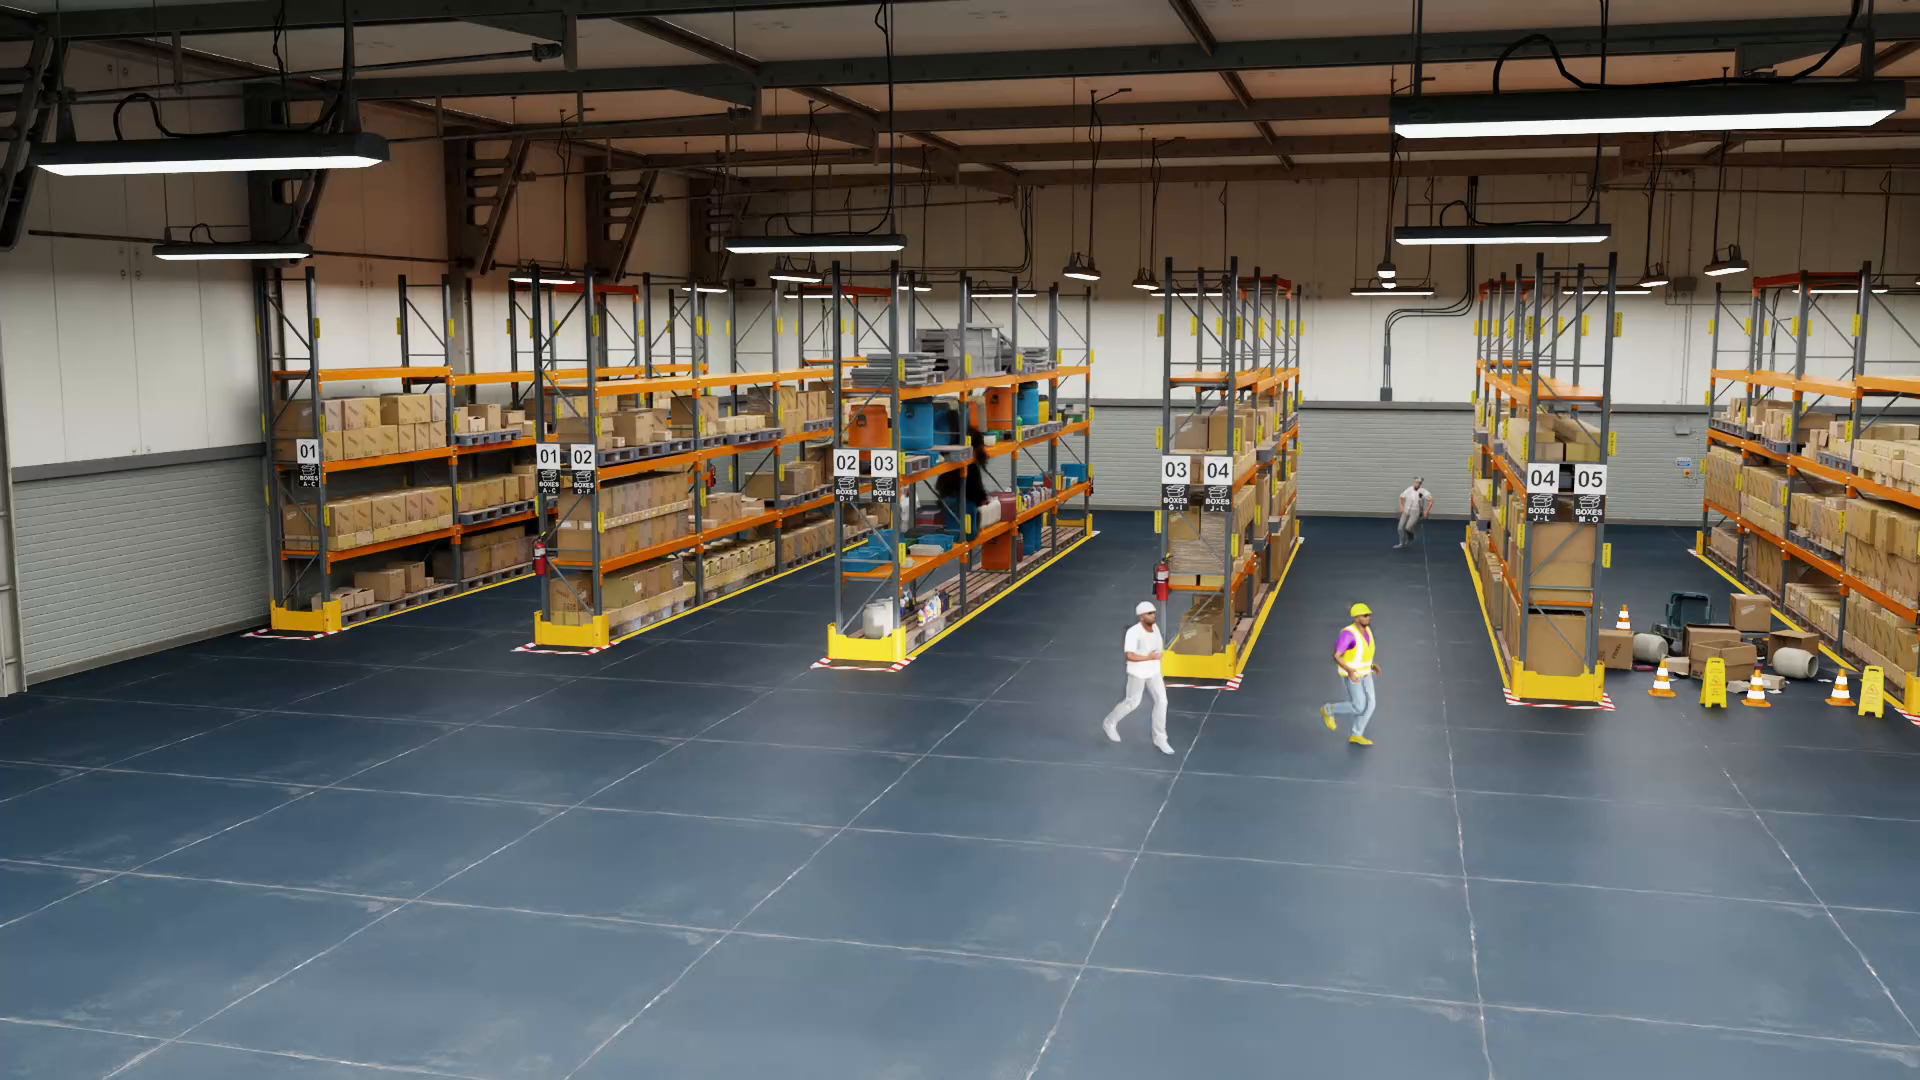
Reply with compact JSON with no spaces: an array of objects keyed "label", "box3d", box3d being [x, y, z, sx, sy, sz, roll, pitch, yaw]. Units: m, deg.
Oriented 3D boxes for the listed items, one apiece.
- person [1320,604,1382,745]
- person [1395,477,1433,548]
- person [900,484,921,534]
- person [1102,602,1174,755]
[{"label":"person","box3d":[4.742,1.606,20.175,0.687,1.715,0.652,-7,10,-42]},{"label":"person","box3d":[10.304,-0.620,37.857,0.791,1.668,0.540,5,9,36]},{"label":"person","box3d":[-1.131,-0.433,36.562,0.555,1.648,0.592,1,7,5]},{"label":"person","box3d":[2.160,1.615,19.864,0.711,1.806,0.940,-6,10,-41]}]
